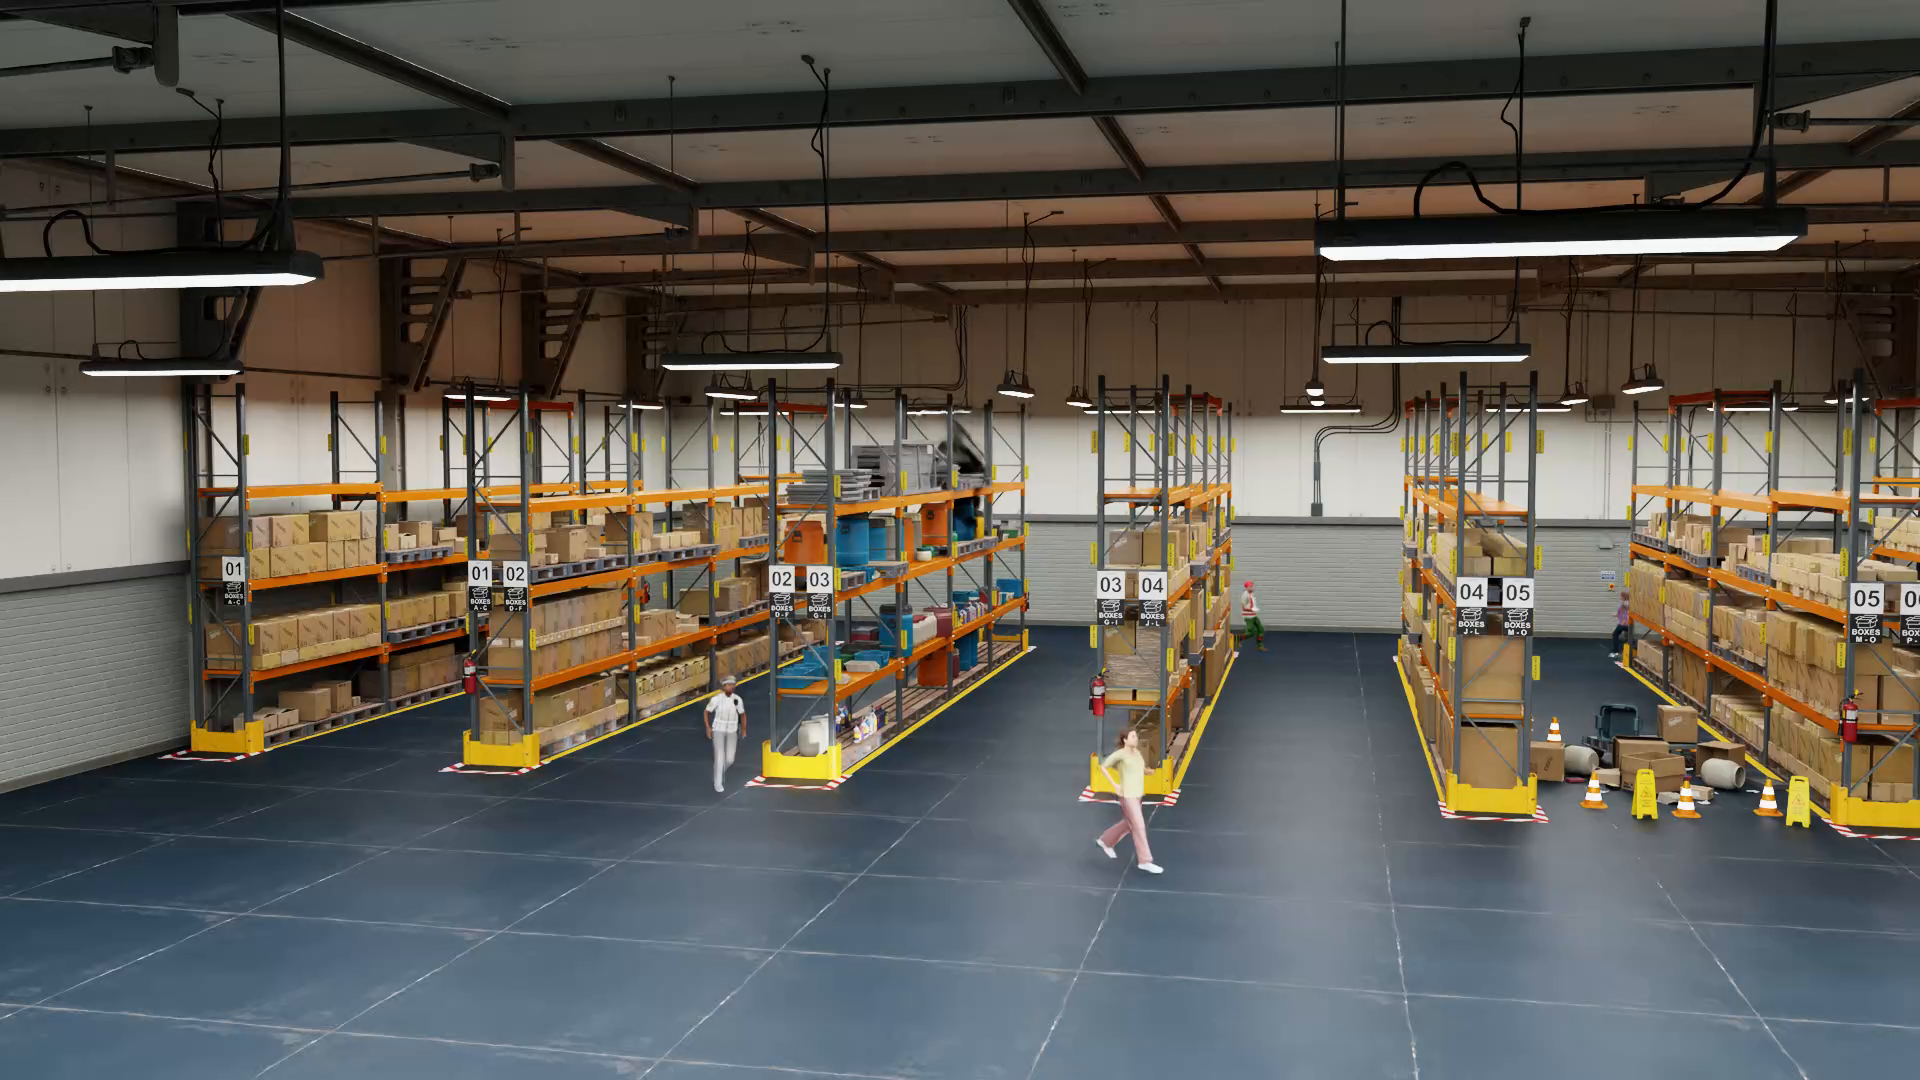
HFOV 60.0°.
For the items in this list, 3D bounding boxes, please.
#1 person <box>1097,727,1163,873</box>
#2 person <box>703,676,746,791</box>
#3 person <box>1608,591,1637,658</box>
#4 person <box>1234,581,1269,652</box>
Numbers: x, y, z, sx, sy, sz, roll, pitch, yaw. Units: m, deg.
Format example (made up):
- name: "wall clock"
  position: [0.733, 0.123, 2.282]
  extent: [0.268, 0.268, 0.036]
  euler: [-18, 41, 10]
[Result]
- name: "person"
  position: [1.996, 3.021, 19.583]
  extent: [0.969, 1.655, 0.574]
  euler: [3, 4, 38]
- name: "person"
  position: [-3.414, 2.807, 24.239]
  extent: [0.632, 1.652, 0.482]
  euler: [-1, 3, -18]
- name: "person"
  position: [15.481, 1.980, 38.776]
  extent: [0.726, 1.607, 0.600]
  euler: [2, 4, 30]
- name: "person"
  position: [6.996, 1.833, 40.213]
  extent: [0.810, 1.718, 0.711]
  euler: [2, 4, 27]
